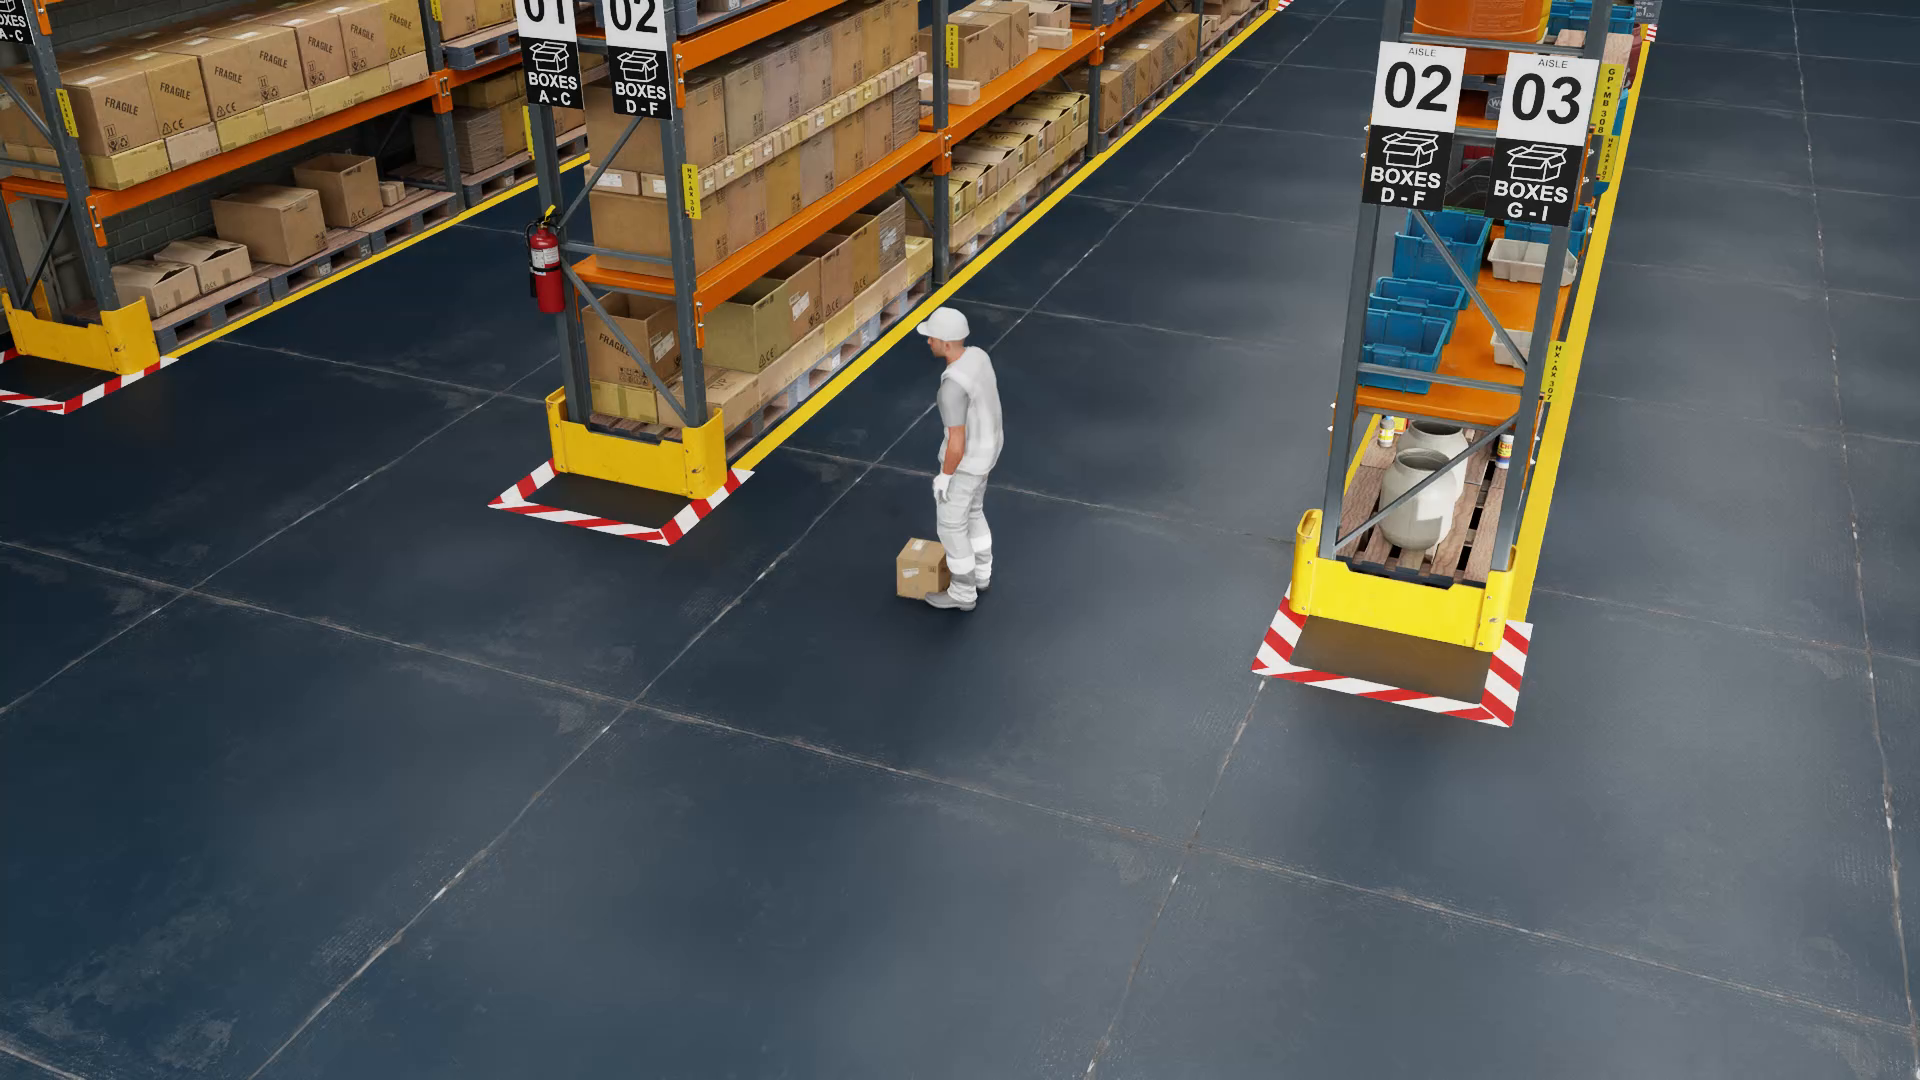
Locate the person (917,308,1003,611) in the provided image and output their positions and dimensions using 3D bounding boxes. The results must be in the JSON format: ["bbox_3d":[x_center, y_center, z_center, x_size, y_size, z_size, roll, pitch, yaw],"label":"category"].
[{"bbox_3d":[-0.001,-0.446,9.180,0.453,1.778,0.615,9,31,16],"label":"person"}]
